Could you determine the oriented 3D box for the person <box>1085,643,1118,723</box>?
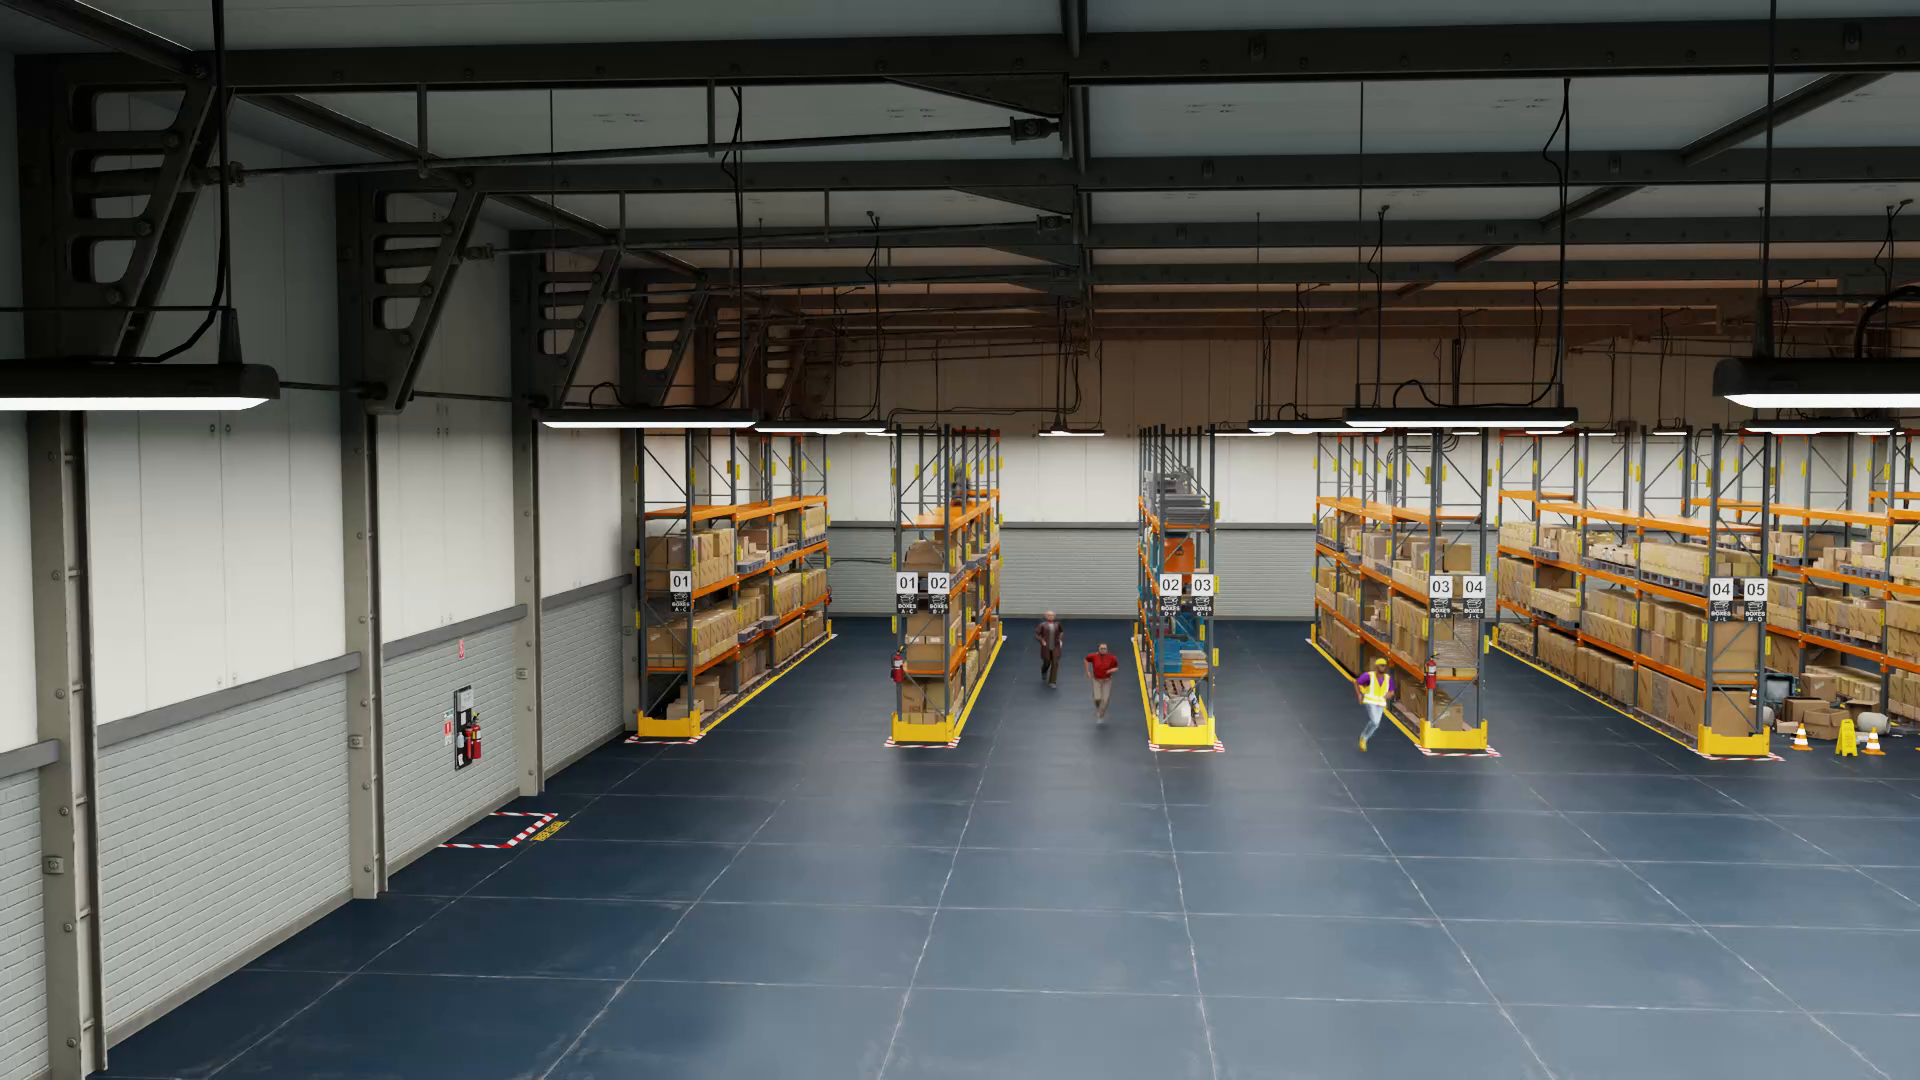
[{"bbox_3d":[2.838,2.876,33.317,0.648,1.649,0.737,0,3,-1],"label":"person"}]

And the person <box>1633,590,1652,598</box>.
[{"bbox_3d":[19.359,1.924,47.294,0.946,1.801,0.682,1,4,17],"label":"person"}]

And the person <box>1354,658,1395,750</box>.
[{"bbox_3d":[7.630,3.008,30.467,0.723,1.686,0.657,-1,4,-14],"label":"person"}]

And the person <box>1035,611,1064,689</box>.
[{"bbox_3d":[2.085,2.522,38.416,0.712,1.747,0.918,-1,4,-9],"label":"person"}]
